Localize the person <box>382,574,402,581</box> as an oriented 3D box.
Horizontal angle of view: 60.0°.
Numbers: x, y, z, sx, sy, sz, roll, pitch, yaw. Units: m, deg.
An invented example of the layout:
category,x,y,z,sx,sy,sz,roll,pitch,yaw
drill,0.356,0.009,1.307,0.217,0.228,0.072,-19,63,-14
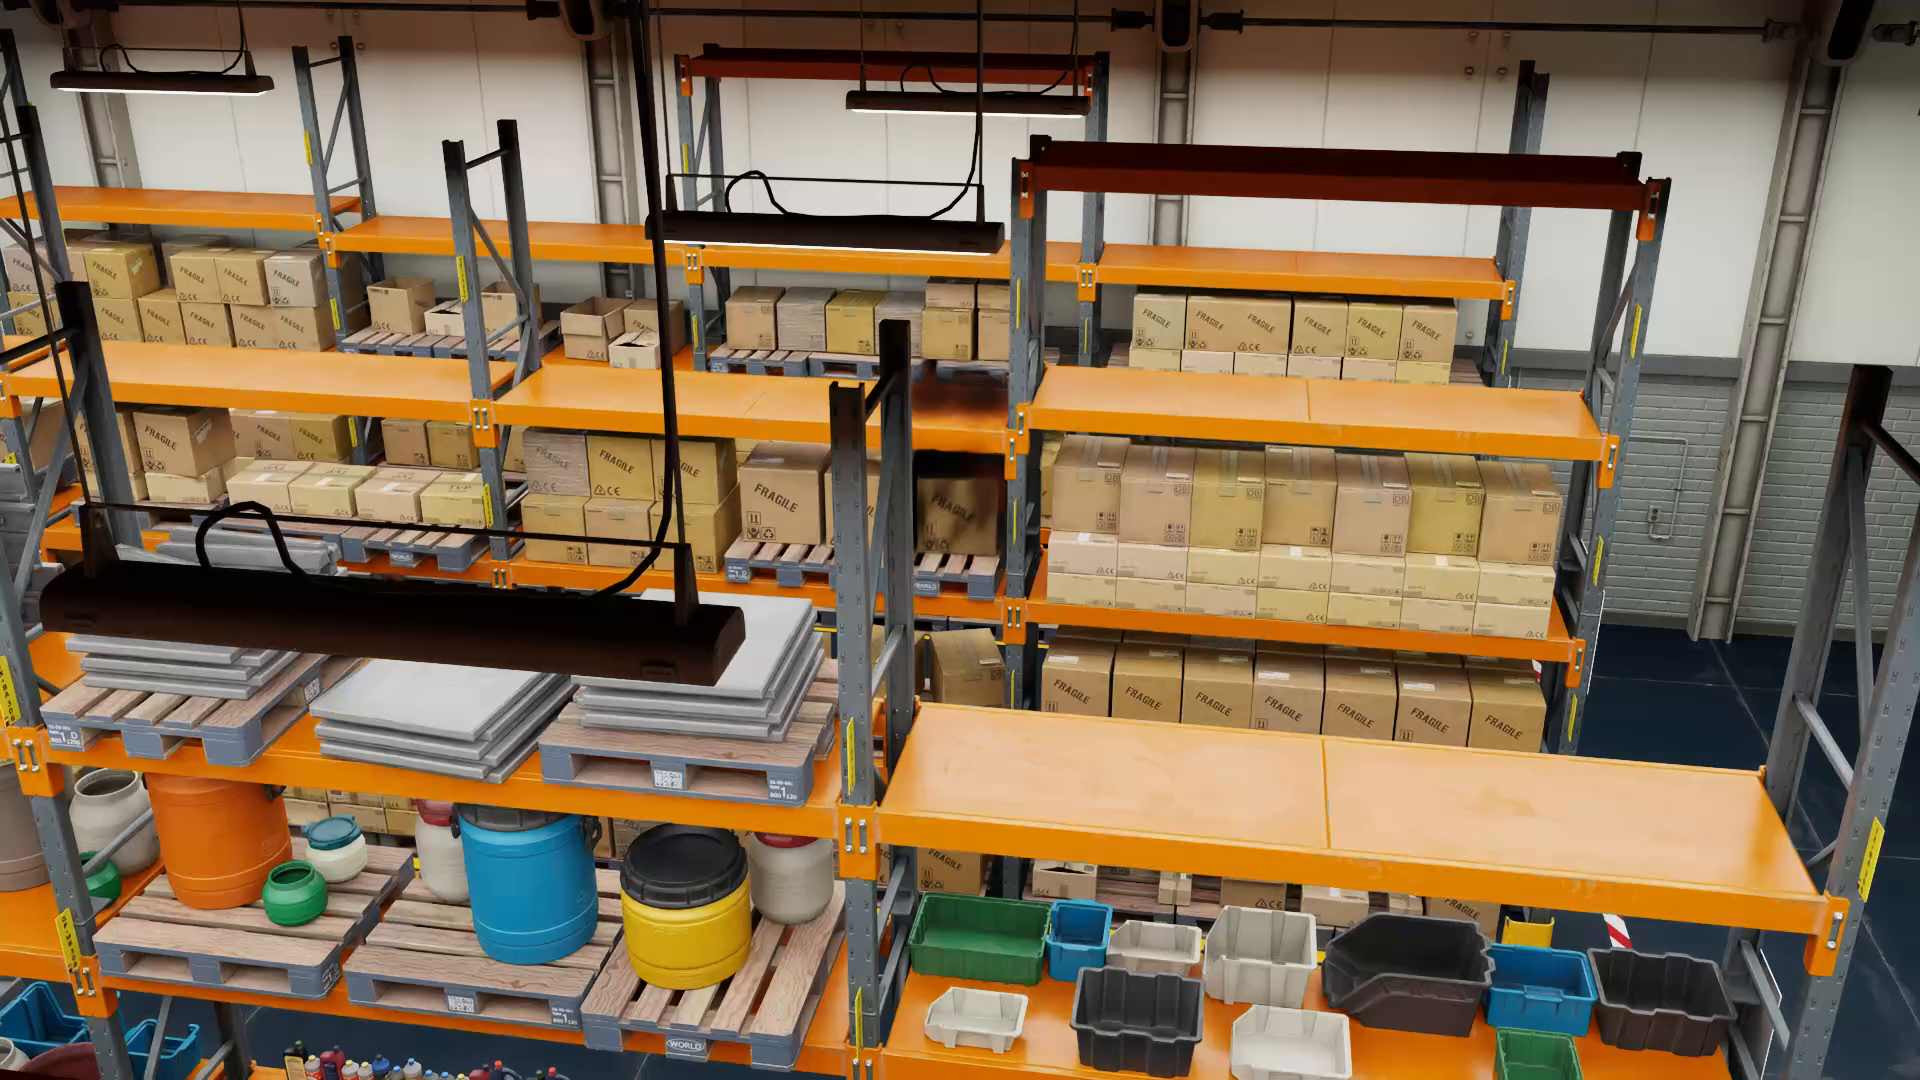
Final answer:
category,x,y,z,sx,sy,sz,roll,pitch,yaw
person,-5.346,0.982,15.933,0.482,1.675,0.406,7,24,16
